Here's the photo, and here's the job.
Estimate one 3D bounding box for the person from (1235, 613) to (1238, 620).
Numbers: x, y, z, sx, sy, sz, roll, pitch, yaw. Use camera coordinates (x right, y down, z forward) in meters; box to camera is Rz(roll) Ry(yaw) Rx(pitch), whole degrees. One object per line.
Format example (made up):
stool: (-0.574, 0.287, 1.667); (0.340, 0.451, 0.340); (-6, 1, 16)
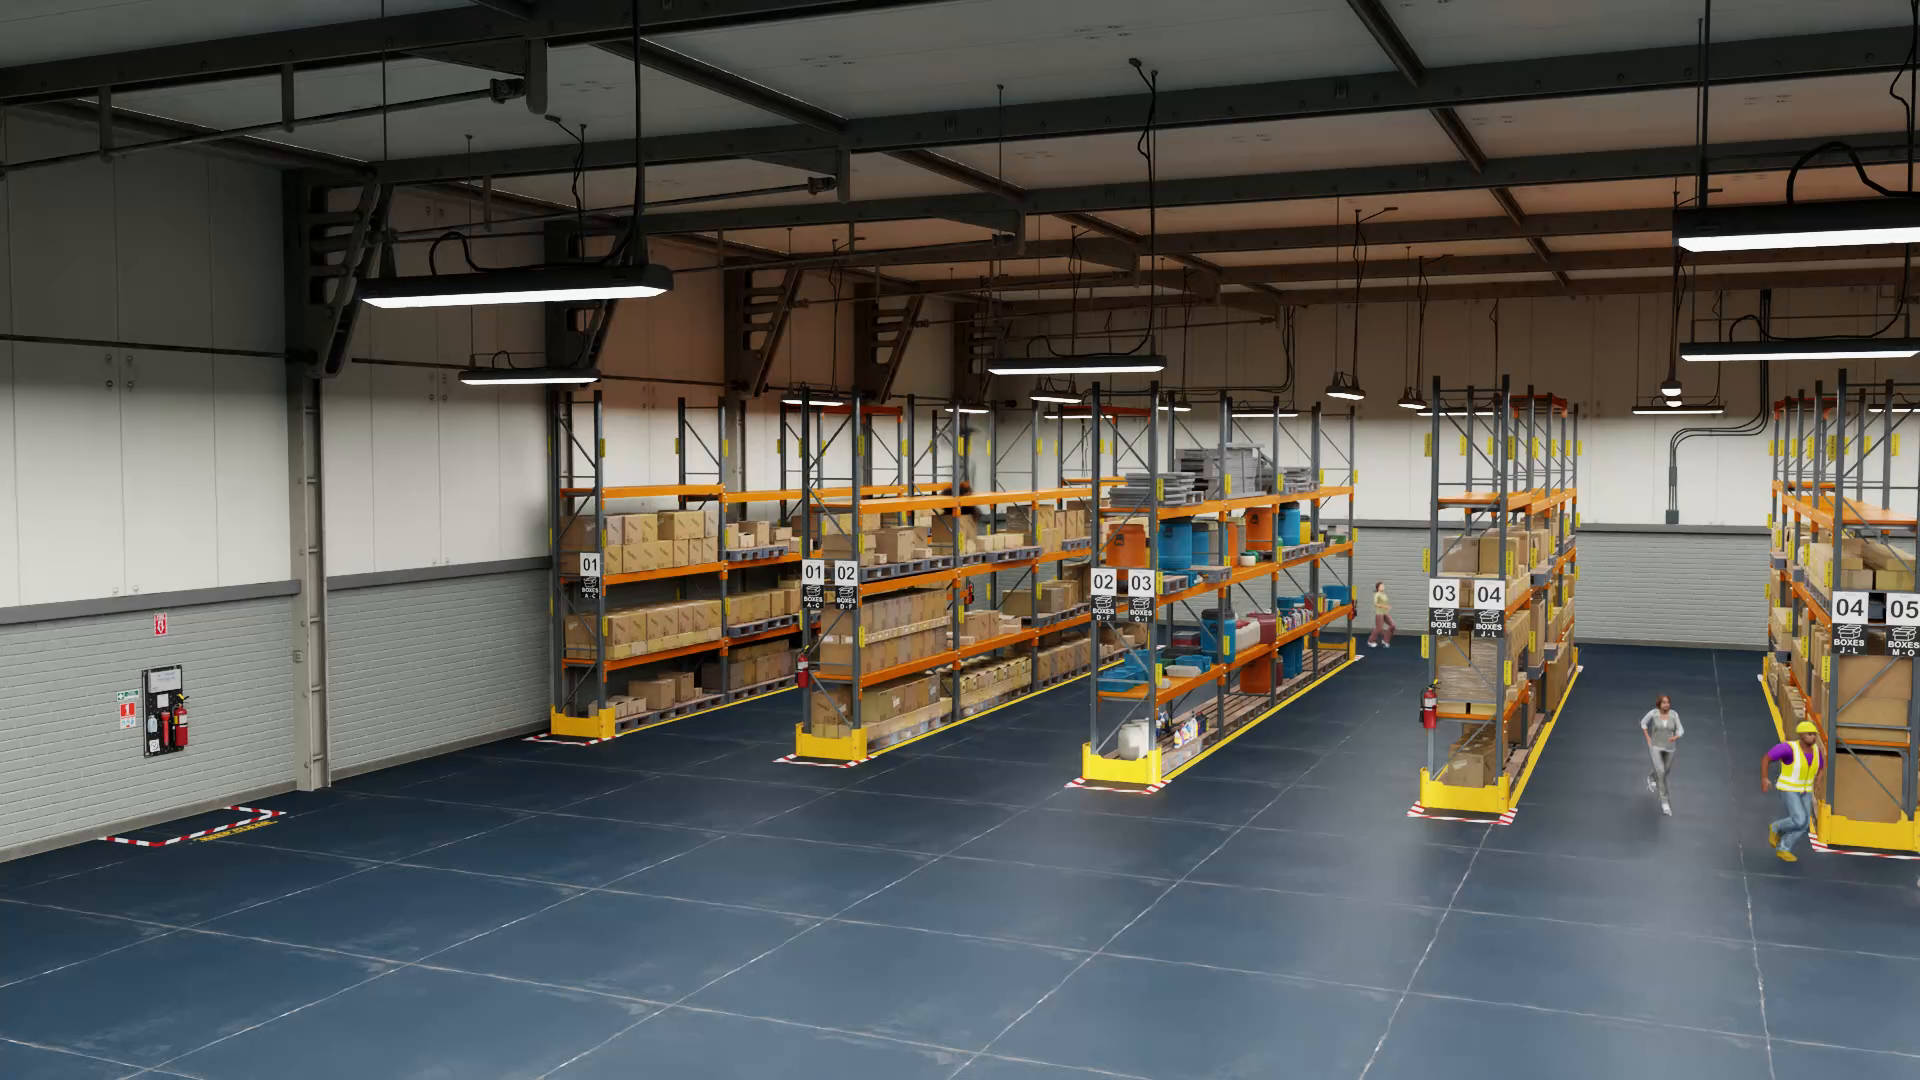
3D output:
person: (5.940, 2.148, 36.833); (0.607, 1.683, 0.910); (1, 3, 22)

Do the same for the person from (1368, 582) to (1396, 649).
person: (10.548, 1.889, 41.664); (0.582, 1.678, 0.696); (-3, 4, -42)

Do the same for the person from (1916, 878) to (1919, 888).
person: (10.667, 3.198, 17.588); (0.688, 1.731, 1.031); (-2, 4, -31)

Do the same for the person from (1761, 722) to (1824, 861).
person: (10.138, 3.037, 20.181); (0.709, 1.703, 0.602); (-1, 3, -21)

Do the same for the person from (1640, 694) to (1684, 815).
person: (9.777, 2.940, 23.160); (0.496, 1.620, 1.005); (0, 3, 1)
